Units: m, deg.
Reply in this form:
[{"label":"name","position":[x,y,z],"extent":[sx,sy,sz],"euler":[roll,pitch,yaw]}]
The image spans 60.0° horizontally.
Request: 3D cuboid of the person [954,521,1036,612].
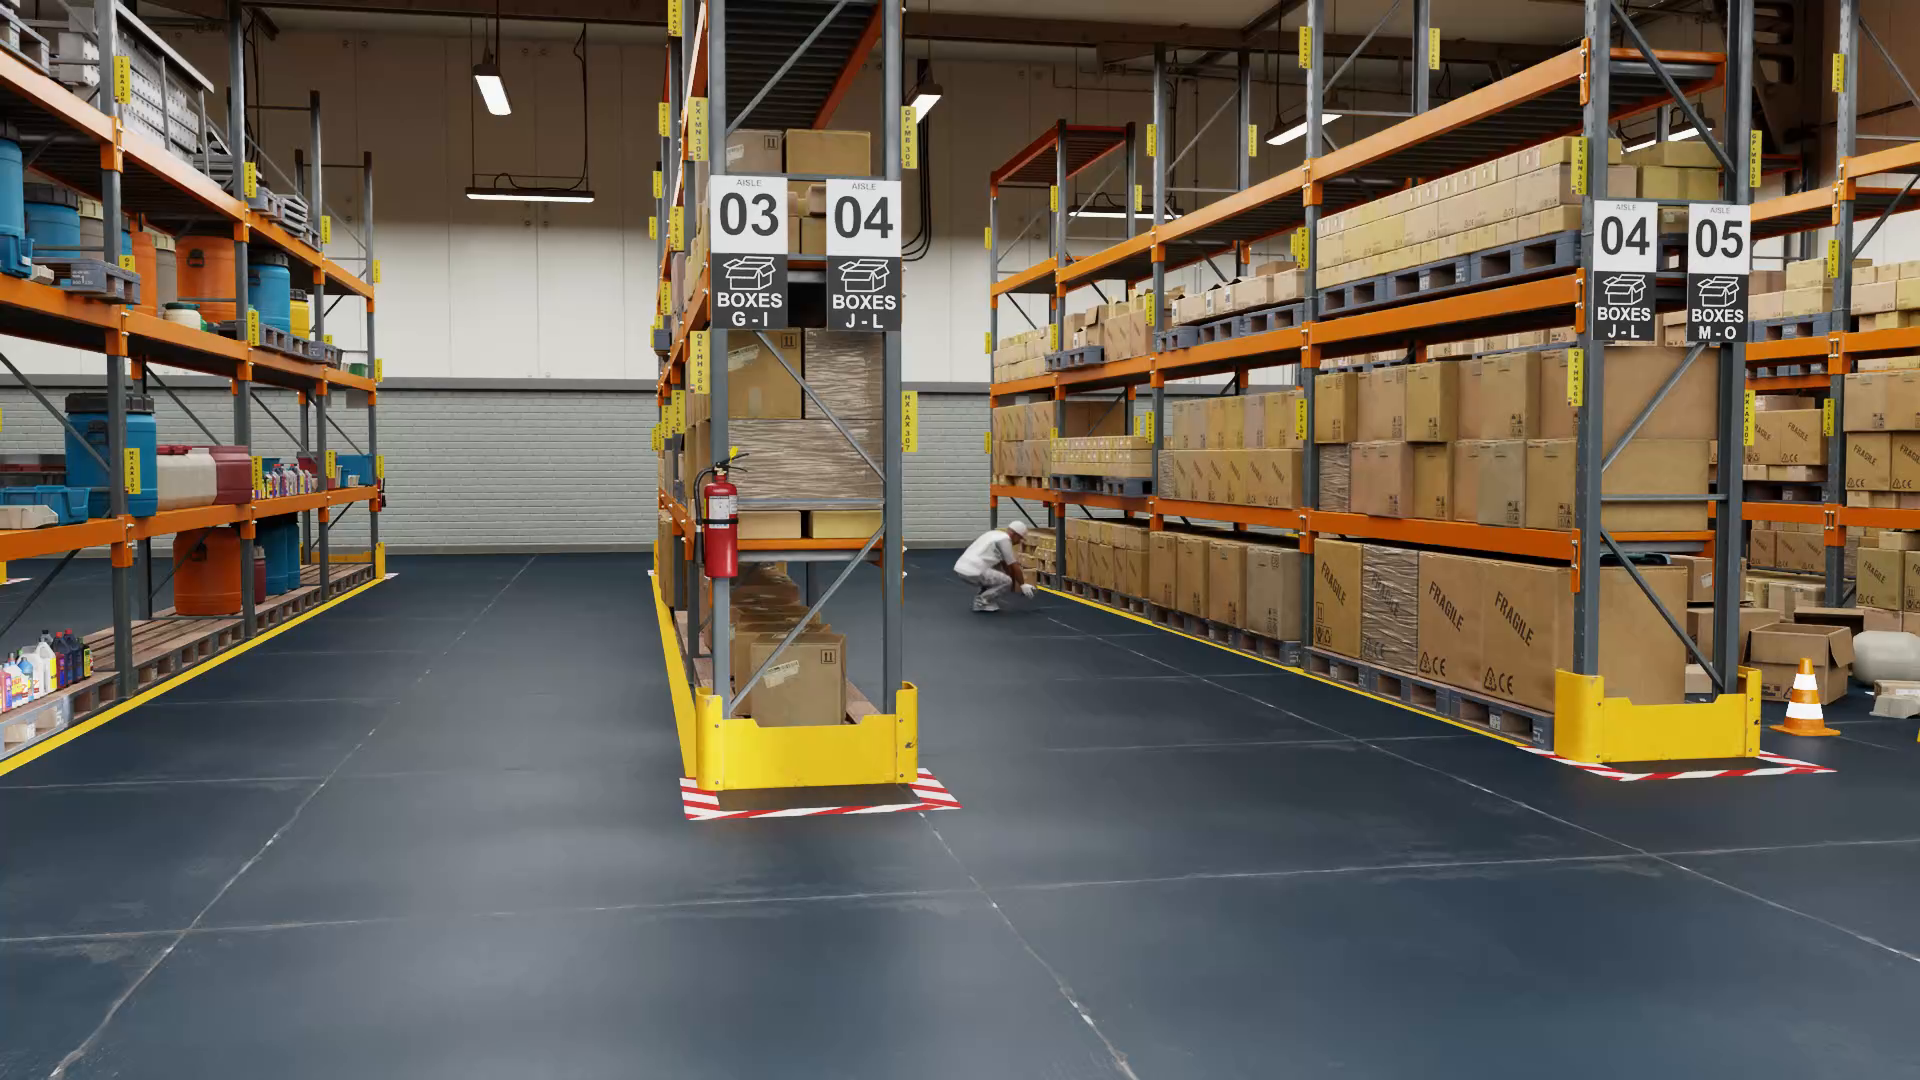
[{"label":"person","position":[0.388,0.295,18.775],"extent":[0.907,1.006,0.563],"euler":[-1,3,-12]}]
